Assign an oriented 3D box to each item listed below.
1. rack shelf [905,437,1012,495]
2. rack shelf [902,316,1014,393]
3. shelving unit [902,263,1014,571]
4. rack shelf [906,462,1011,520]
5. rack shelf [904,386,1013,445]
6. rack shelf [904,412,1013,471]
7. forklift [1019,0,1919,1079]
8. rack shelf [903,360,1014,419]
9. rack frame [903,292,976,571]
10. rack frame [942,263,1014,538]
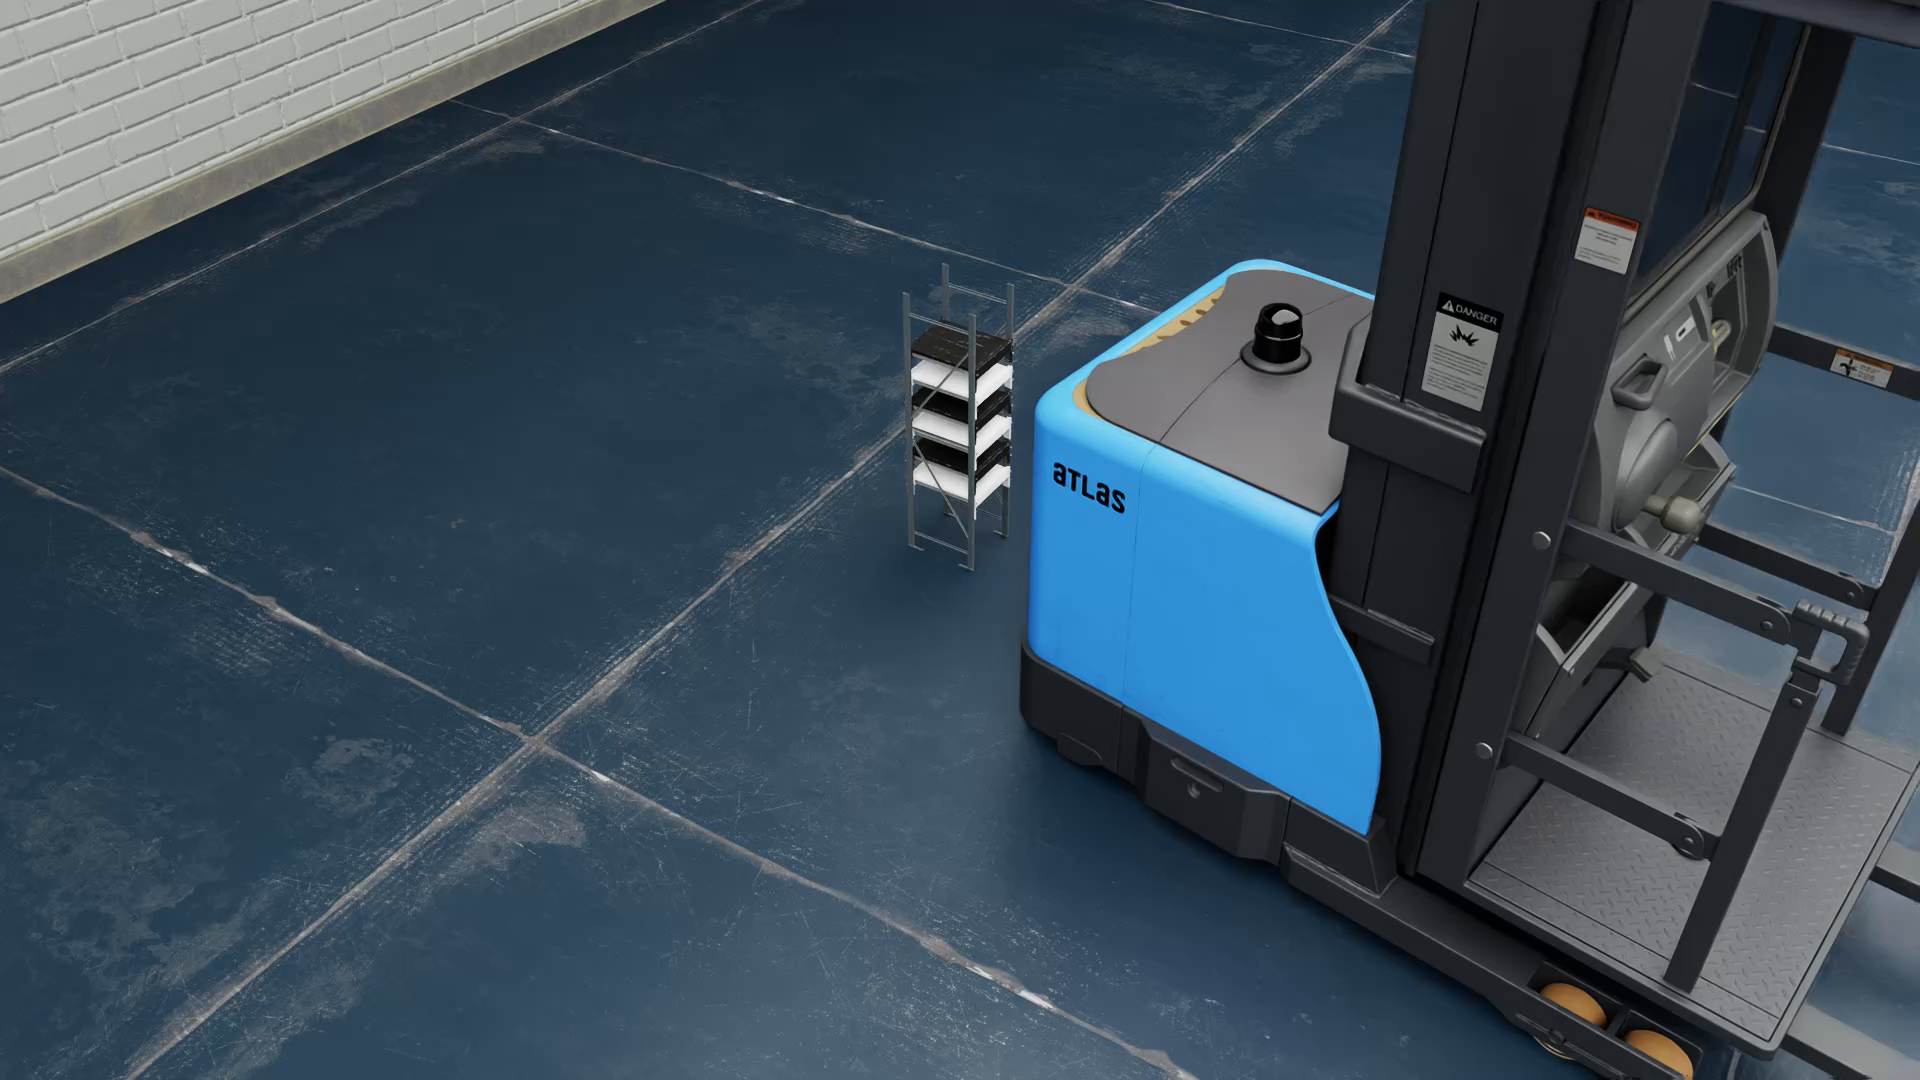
[{"bbox_3d":[-0.004,-0.255,5.045,0.258,0.077,0.200,21,42,25],"label":"rack shelf"},{"bbox_3d":[-0.004,-0.540,4.825,0.258,0.077,0.200,21,42,25],"label":"rack shelf"},{"bbox_3d":[-0.004,-0.352,4.970,0.258,0.900,0.210,21,42,25],"label":"shelving unit"},{"bbox_3d":[-0.004,-0.183,5.100,0.258,0.077,0.200,21,42,25],"label":"rack shelf"},{"bbox_3d":[-0.004,-0.397,4.935,0.258,0.077,0.200,21,42,25],"label":"rack shelf"},{"bbox_3d":[-0.004,-0.326,4.990,0.258,0.077,0.200,21,42,25],"label":"rack shelf"},{"bbox_3d":[1.614,-0.289,3.224,3.031,2.935,1.130,27,45,31],"label":"forklift"},{"bbox_3d":[-0.004,-0.468,4.880,0.258,0.077,0.200,21,42,25],"label":"rack shelf"},{"bbox_3d":[-0.059,-0.300,4.902,0.240,0.900,0.006,21,42,25],"label":"rack frame"},{"bbox_3d":[0.050,-0.405,5.038,0.240,0.900,0.006,21,42,25],"label":"rack frame"}]
